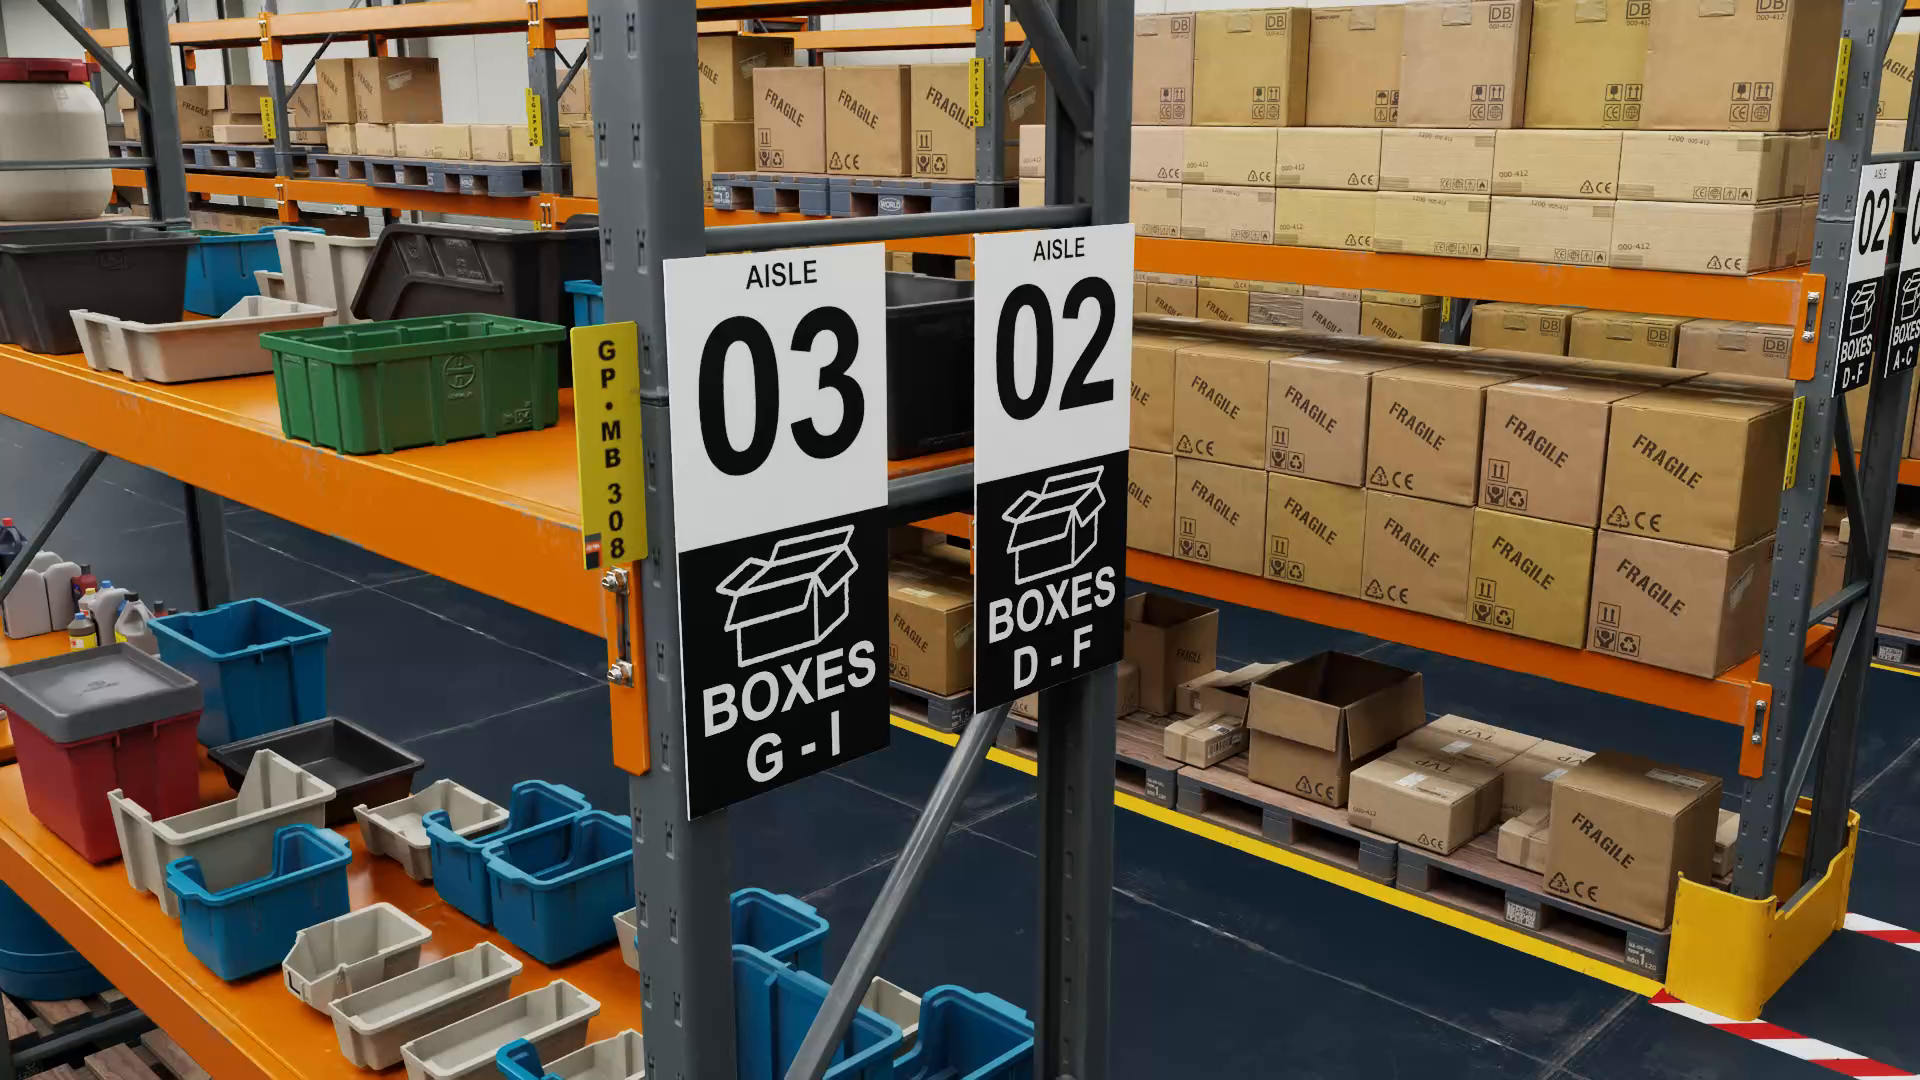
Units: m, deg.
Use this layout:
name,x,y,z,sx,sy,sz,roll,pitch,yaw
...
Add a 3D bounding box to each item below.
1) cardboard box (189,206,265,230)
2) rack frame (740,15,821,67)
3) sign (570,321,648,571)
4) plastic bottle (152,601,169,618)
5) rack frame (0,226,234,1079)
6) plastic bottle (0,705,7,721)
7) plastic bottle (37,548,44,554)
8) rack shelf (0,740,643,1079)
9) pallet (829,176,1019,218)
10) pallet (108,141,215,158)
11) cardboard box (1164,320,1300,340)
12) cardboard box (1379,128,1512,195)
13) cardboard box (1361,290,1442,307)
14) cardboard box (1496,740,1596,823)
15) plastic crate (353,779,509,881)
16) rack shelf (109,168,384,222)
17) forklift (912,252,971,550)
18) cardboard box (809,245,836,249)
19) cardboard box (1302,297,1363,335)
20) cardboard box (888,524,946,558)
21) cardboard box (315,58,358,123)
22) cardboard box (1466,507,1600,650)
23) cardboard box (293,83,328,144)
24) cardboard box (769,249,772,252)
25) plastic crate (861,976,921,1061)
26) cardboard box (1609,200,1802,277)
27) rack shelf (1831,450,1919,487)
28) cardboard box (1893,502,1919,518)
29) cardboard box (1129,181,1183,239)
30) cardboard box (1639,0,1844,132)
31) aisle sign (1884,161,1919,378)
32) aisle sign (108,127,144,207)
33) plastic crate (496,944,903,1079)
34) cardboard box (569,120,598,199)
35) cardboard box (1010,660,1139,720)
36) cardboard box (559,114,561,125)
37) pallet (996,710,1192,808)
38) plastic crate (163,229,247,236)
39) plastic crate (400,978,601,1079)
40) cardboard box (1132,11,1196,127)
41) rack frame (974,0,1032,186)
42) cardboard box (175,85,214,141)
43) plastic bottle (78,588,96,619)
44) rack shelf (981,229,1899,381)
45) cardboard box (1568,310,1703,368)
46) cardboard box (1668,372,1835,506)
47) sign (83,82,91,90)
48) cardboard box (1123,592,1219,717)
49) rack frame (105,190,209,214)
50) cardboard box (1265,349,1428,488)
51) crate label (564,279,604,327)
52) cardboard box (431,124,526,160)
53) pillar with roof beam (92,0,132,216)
name,x,y,z,sx,sy,sz,roll,pitch,yaw
cardboard box,-7.063,-2.929,15.952,0.500,0.500,0.700,14,20,42
rack frame,-1.859,-5.628,17.184,0.127,3.000,1.000,14,20,42
sign,-0.467,-0.125,2.220,0.005,0.325,0.100,14,20,42
plastic bottle,-3.040,0.365,6.314,0.133,0.283,0.061,14,20,42
rack frame,-2.976,0.473,5.666,0.127,3.000,1.000,14,20,42
plastic bottle,-3.411,0.533,5.830,0.097,0.201,0.097,0,15,0
plastic bottle,-3.943,0.158,7.133,0.097,0.271,0.097,0,15,0
rack shelf,-1.536,1.172,4.413,4.000,0.370,1.077,14,20,42
pallet,0.044,-1.912,9.246,1.003,0.211,1.213,14,20,42
pallet,-7.683,-3.805,16.314,1.213,0.211,1.003,14,20,42
cardboard box,1.379,-0.827,8.474,0.500,0.500,0.500,13,20,41
cardboard box,2.080,-1.565,6.847,0.500,0.250,0.500,14,20,42
cardboard box,3.387,-1.925,12.556,0.500,0.250,0.500,-14,20,-43
cardboard box,2.790,1.159,7.617,0.500,0.250,0.500,14,20,42
plastic crate,-1.514,0.822,4.731,0.466,0.136,0.293,14,20,42
rack shelf,-6.734,-3.279,15.543,4.000,0.370,1.077,14,20,42
forklift,0.402,-1.298,12.599,1.130,2.935,3.031,-12,19,-38
cardboard box,-1.119,-2.792,17.127,0.700,0.500,0.500,-12,19,-39
cardboard box,3.019,-1.649,12.985,0.500,0.500,0.500,14,20,43
cardboard box,-0.434,-0.095,10.446,0.500,0.250,0.500,14,20,42
cardboard box,-4.878,-3.655,13.539,0.500,0.500,0.500,14,20,43
cardboard box,2.457,0.108,6.872,0.500,0.500,0.500,14,20,43
cardboard box,-5.474,-3.732,14.548,0.500,0.500,0.500,-12,19,-40
cardboard box,-2.052,-3.145,18.324,0.500,0.500,0.500,13,19,41
plastic crate,-0.219,1.098,3.673,0.298,0.136,0.250,14,20,42
cardboard box,2.791,-1.146,6.229,0.500,0.250,0.500,14,20,42
rack shelf,5.340,-0.627,11.315,4.000,0.370,1.077,14,20,42
cardboard box,6.070,-0.140,10.857,0.250,0.149,0.380,14,20,42
cardboard box,1.000,-1.586,7.917,0.500,0.250,0.500,14,20,42
cardboard box,2.963,-1.796,6.244,0.500,0.500,0.700,14,20,42
aisle sign,3.597,-1.024,6.258,0.004,0.787,0.394,14,20,42
aisle sign,-8.434,-3.739,16.677,0.004,0.787,0.394,14,20,42
plastic crate,-0.467,1.103,3.062,0.499,0.435,0.616,14,20,42
cardboard box,-2.077,-2.555,11.140,0.500,0.500,0.910,14,20,42
cardboard box,0.617,0.776,8.965,0.500,0.311,0.500,14,20,42
cardboard box,-4.671,-4.831,19.835,0.500,0.500,0.500,-14,20,-43
pallet,0.958,1.045,9.004,1.213,0.211,1.003,14,20,42
plastic crate,-2.461,-0.856,5.240,0.662,0.188,0.450,14,20,42
plastic crate,-1.008,1.109,3.631,0.243,0.136,0.396,14,20,42
cardboard box,1.103,-2.217,7.863,0.500,0.500,0.700,14,20,42
rack frame,0.465,-3.328,8.358,0.127,3.000,1.000,14,20,42
cardboard box,-7.168,-3.956,15.407,0.500,0.500,0.500,14,20,42
plastic bottle,-3.513,0.296,6.741,0.097,0.201,0.097,0,15,0
rack shelf,1.904,-1.178,7.483,4.000,0.370,1.077,14,20,42
cardboard box,4.801,-1.243,11.660,0.700,0.700,0.980,13,19,41
cardboard box,3.208,-0.383,6.770,0.500,0.500,0.500,-14,20,-42
sign,-8.563,-4.338,16.293,0.005,0.325,0.100,14,20,42
cardboard box,1.072,0.620,9.189,0.500,0.500,0.500,14,20,42
rack frame,-8.174,-2.525,17.174,0.127,3.000,1.000,14,20,42
cardboard box,1.722,-0.553,7.425,0.500,0.500,0.500,-14,20,-42
crate label,-0.537,-0.426,3.465,0.502,0.251,0.408,14,20,42
cardboard box,-3.574,-2.967,12.386,0.500,0.250,0.500,13,20,41
pillar with roof beam,-19.580,-8.731,29.095,0.400,9.000,9.100,14,20,42
